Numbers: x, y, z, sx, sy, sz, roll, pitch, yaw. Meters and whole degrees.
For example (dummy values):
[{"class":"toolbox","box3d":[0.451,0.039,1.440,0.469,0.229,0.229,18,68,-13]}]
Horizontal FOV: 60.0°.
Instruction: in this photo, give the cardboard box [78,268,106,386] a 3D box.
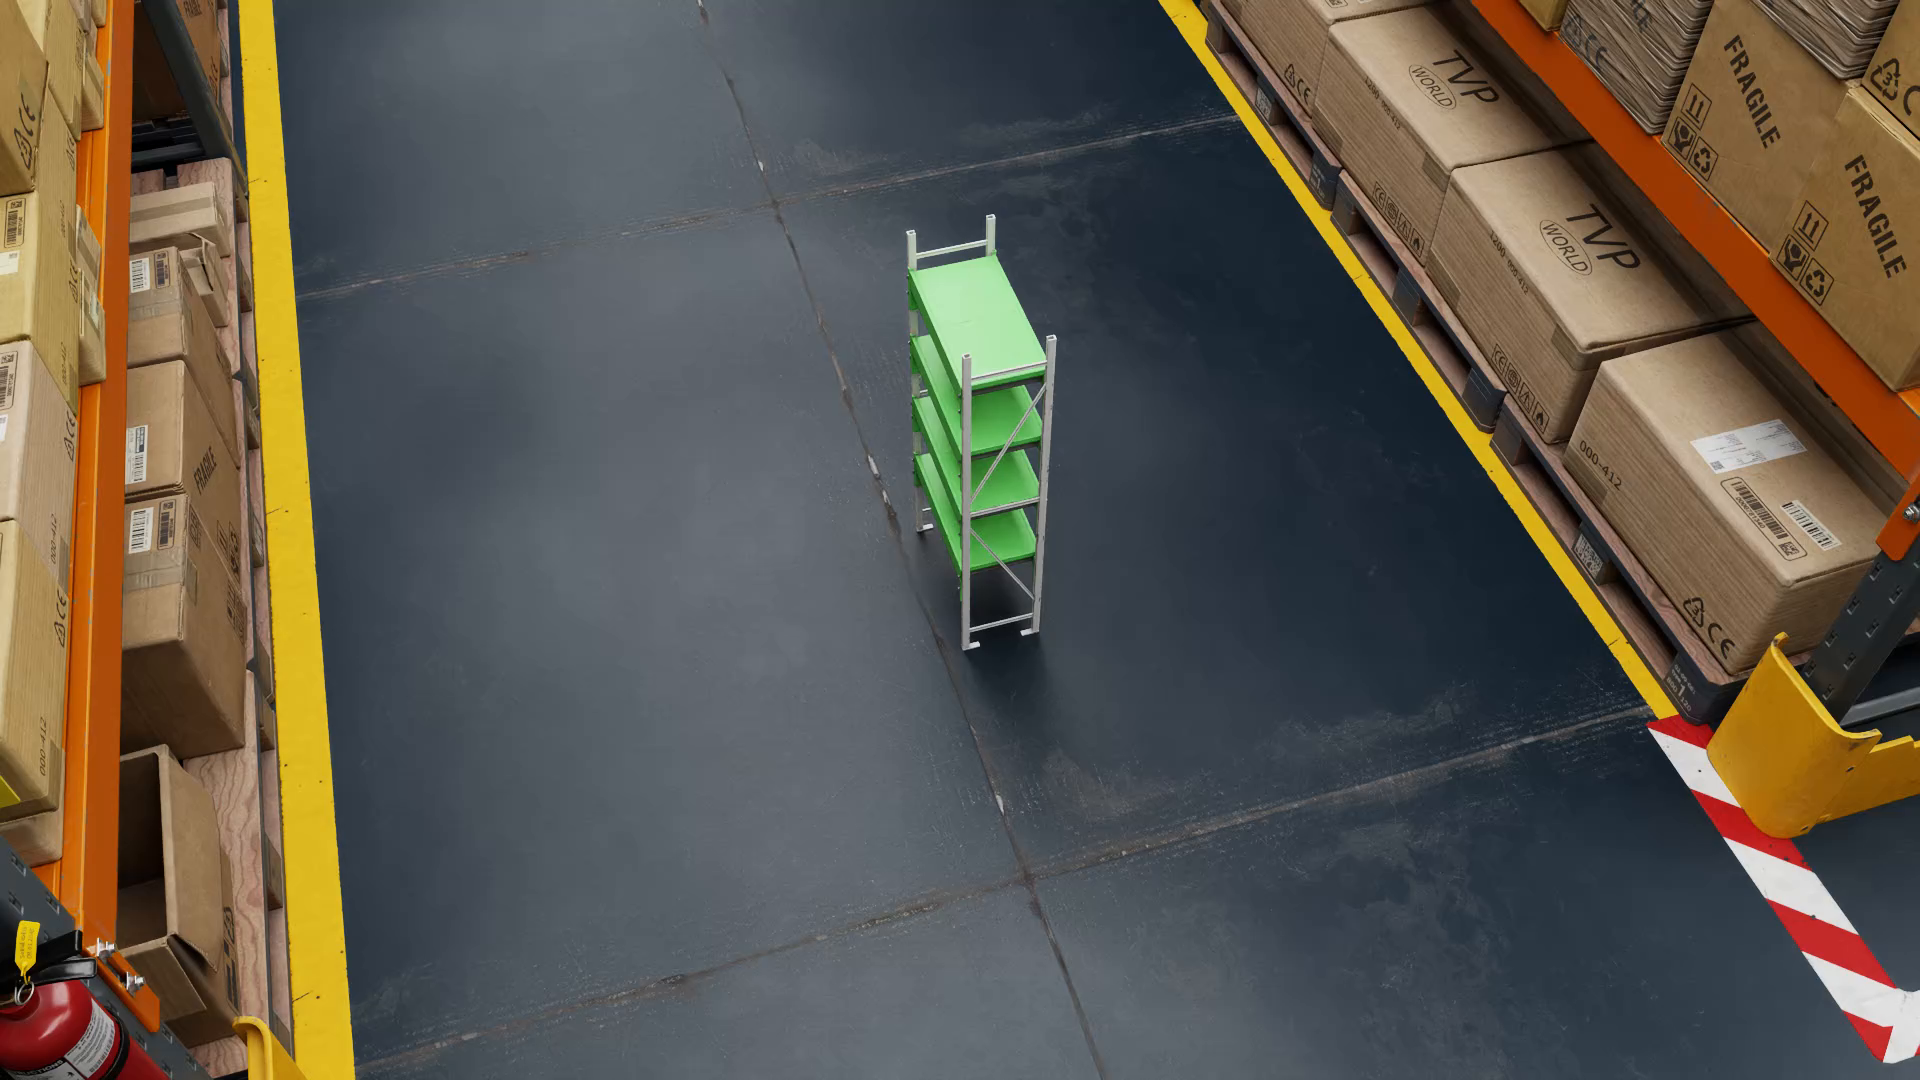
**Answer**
[{"class":"cardboard box","box3d":[-2.198,-0.457,3.838,0.380,0.149,0.250,-15,51,-12]}]

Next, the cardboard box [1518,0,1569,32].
[{"class":"cardboard box","box3d":[1.855,-1.851,4.783,0.500,0.500,0.500,-12,51,-10]}]

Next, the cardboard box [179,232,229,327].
[{"class":"cardboard box","box3d":[-2.661,-0.858,5.525,0.396,0.266,0.258,-12,51,-10]}]

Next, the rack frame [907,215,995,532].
[{"class":"rack frame","box3d":[-0.023,-0.444,4.840,0.240,1.200,0.015,-13,51,-11]}]

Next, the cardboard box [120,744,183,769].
[{"class":"cardboard box","box3d":[-2.208,0.712,4.278,0.380,0.149,0.250,-15,52,-12]}]

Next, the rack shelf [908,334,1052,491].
[{"class":"rack shelf","box3d":[0.049,-0.379,4.555,0.258,0.148,0.480,-13,51,-11]}]

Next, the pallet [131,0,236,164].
[{"class":"pallet","box3d":[-3.489,-1.892,6.707,1.003,0.211,1.213,-13,51,-11]}]

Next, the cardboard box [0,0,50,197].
[{"class":"cardboard box","box3d":[-2.350,-1.061,3.596,0.500,0.500,0.500,-12,51,-10]}]

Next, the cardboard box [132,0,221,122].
[{"class":"cardboard box","box3d":[-3.140,-1.939,6.283,0.500,0.500,0.500,-11,51,-9]}]

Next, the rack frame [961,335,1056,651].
[{"class":"rack frame","box3d":[0.121,-0.088,4.539,0.240,1.200,0.015,-13,51,-11]}]

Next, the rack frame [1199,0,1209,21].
[{"class":"rack frame","box3d":[1.528,-3.331,6.096,1.000,3.000,0.127,-13,51,-11]}]

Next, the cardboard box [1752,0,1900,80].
[{"class":"cardboard box","box3d":[2.159,-1.437,3.780,0.500,0.500,0.500,-13,51,-11]}]

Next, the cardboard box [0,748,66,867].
[{"class":"cardboard box","box3d":[-1.864,0.495,3.035,0.380,0.149,0.250,-14,51,-11]}]

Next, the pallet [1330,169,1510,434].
[{"class":"pallet","box3d":[2.043,-0.966,5.926,1.003,0.211,1.213,-13,51,-11]}]

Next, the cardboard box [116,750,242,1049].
[{"class":"cardboard box","box3d":[-2.120,0.917,3.873,0.797,0.503,0.637,-15,52,-12]}]

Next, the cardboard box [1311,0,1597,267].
[{"class":"cardboard box","box3d":[1.877,-1.504,5.957,0.875,0.438,0.875,-15,51,-12]}]

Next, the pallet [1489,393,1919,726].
[{"class":"pallet","box3d":[2.400,-0.077,5.177,1.003,0.211,1.213,-13,51,-11]}]

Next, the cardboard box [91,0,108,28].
[{"class":"cardboard box","box3d":[-2.679,-1.579,4.784,0.380,0.149,0.250,-12,51,-10]}]

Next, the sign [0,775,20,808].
[{"class":"sign","box3d":[-1.511,0.314,2.457,0.100,0.325,0.005,-13,51,-11]}]

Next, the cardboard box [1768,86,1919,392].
[{"class":"cardboard box","box3d":[2.316,-0.734,3.841,0.500,0.500,0.500,-13,51,-11]}]

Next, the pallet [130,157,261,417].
[{"class":"pallet","box3d":[-3.010,-0.805,5.791,1.003,0.211,1.213,-13,51,-11]}]

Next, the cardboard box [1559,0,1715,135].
[{"class":"cardboard box","box3d":[2.020,-1.477,4.468,0.500,0.500,0.500,-12,51,-10]}]

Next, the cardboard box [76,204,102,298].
[{"class":"cardboard box","box3d":[-2.295,-0.645,3.996,0.380,0.149,0.250,-12,51,-10]}]

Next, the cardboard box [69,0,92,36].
[{"class":"cardboard box","box3d":[-2.666,-1.574,4.518,0.500,0.250,0.500,-13,51,-11]}]

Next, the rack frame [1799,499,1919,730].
[{"class":"rack frame","box3d":[2.711,-0.409,3.633,1.000,3.000,0.127,-13,51,-11]}]

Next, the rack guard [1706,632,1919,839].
[{"class":"rack guard","box3d":[2.718,0.414,4.574,1.175,0.500,0.348,-13,51,-11]}]

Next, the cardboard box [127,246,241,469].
[{"class":"cardboard box","box3d":[-2.642,-0.473,5.047,0.700,0.500,0.500,-15,52,-12]}]

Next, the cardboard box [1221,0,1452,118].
[{"class":"cardboard box","box3d":[1.611,-2.157,6.508,0.875,0.438,0.875,-14,51,-12]}]

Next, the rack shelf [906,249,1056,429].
[{"class":"rack shelf","box3d":[0.049,-0.534,4.371,0.258,0.148,0.480,-13,51,-11]}]

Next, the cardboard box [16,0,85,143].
[{"class":"cardboard box","box3d":[-2.531,-1.206,4.209,0.500,0.250,0.500,-14,51,-11]}]

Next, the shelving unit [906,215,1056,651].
[{"class":"shelving unit","box3d":[0.049,-0.266,4.689,0.258,1.200,0.503,-13,51,-11]}]

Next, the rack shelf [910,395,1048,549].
[{"class":"rack shelf","box3d":[0.049,-0.225,4.738,0.258,0.148,0.480,-13,51,-11]}]

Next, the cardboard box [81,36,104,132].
[{"class":"cardboard box","box3d":[-2.525,-1.201,4.465,0.380,0.149,0.250,-14,51,-12]}]

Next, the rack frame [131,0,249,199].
[{"class":"rack frame","box3d":[-3.212,-2.206,5.147,1.000,3.000,0.127,-13,51,-11]}]

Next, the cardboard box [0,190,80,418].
[{"class":"cardboard box","box3d":[-2.209,-0.462,3.581,0.500,0.250,0.500,-14,51,-12]}]

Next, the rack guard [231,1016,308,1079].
[{"class":"rack guard","box3d":[-2.052,1.466,3.687,1.175,0.500,0.348,-13,51,-11]}]

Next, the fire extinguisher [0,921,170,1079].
[{"class":"fire extinguisher","box3d":[-1.544,0.864,2.854,0.296,0.674,0.183,-13,51,-11]}]

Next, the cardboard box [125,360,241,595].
[{"class":"cardboard box","box3d":[-2.396,-0.124,4.753,0.500,0.500,0.500,-12,51,-10]}]

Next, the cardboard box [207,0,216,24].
[{"class":"cardboard box","box3d":[-3.307,-2.326,6.609,0.500,0.500,0.500,-14,51,-11]}]

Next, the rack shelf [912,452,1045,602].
[{"class":"rack shelf","box3d":[0.049,-0.070,4.922,0.258,0.148,0.480,-13,51,-11]}]

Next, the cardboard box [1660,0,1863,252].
[{"class":"cardboard box","box3d":[2.182,-1.104,4.153,0.500,0.500,0.500,-14,51,-12]}]

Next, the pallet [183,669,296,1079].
[{"class":"pallet","box3d":[-2.289,0.977,4.288,1.003,0.211,1.213,-13,51,-11]}]

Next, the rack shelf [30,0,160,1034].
[{"class":"rack shelf","box3d":[-2.621,-0.513,4.191,1.077,0.370,4.000,-13,51,-11]}]

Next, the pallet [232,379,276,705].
[{"class":"pallet","box3d":[-2.646,0.088,5.038,1.003,0.211,1.213,-13,51,-11]}]

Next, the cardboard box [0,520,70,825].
[{"class":"cardboard box","box3d":[-1.906,0.276,2.959,0.500,0.250,0.500,-13,51,-11]}]

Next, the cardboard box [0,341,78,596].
[{"class":"cardboard box","box3d":[-2.055,-0.092,3.269,0.500,0.250,0.500,-13,51,-11]}]

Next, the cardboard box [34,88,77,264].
[{"class":"cardboard box","box3d":[-2.380,-0.830,3.892,0.500,0.250,0.500,-15,51,-12]}]

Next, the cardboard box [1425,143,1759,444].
[{"class":"cardboard box","box3d":[2.142,-0.845,5.401,0.875,0.438,0.875,-12,51,-10]}]

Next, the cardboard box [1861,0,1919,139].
[{"class":"cardboard box","box3d":[2.341,-1.062,3.464,0.500,0.500,0.500,-12,51,-10]}]

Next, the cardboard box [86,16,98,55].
[{"class":"cardboard box","box3d":[-2.627,-1.381,4.617,0.380,0.149,0.250,-12,51,-10]}]

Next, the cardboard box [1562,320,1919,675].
[{"class":"cardboard box","box3d":[2.420,-0.178,4.839,0.875,0.438,0.875,-15,51,-12]}]

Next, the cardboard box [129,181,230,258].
[{"class":"cardboard box","box3d":[-2.767,-1.081,5.790,0.380,0.149,0.250,-15,51,-12]}]

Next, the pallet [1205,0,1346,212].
[{"class":"pallet","box3d":[1.678,-1.859,6.679,1.003,0.211,1.213,-13,51,-11]}]

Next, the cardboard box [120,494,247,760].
[{"class":"cardboard box","box3d":[-2.335,0.285,4.408,0.700,0.500,0.500,-11,51,-9]}]

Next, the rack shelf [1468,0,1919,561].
[{"class":"rack shelf","box3d":[2.120,-1.638,5.139,1.077,0.370,4.000,-13,51,-11]}]
